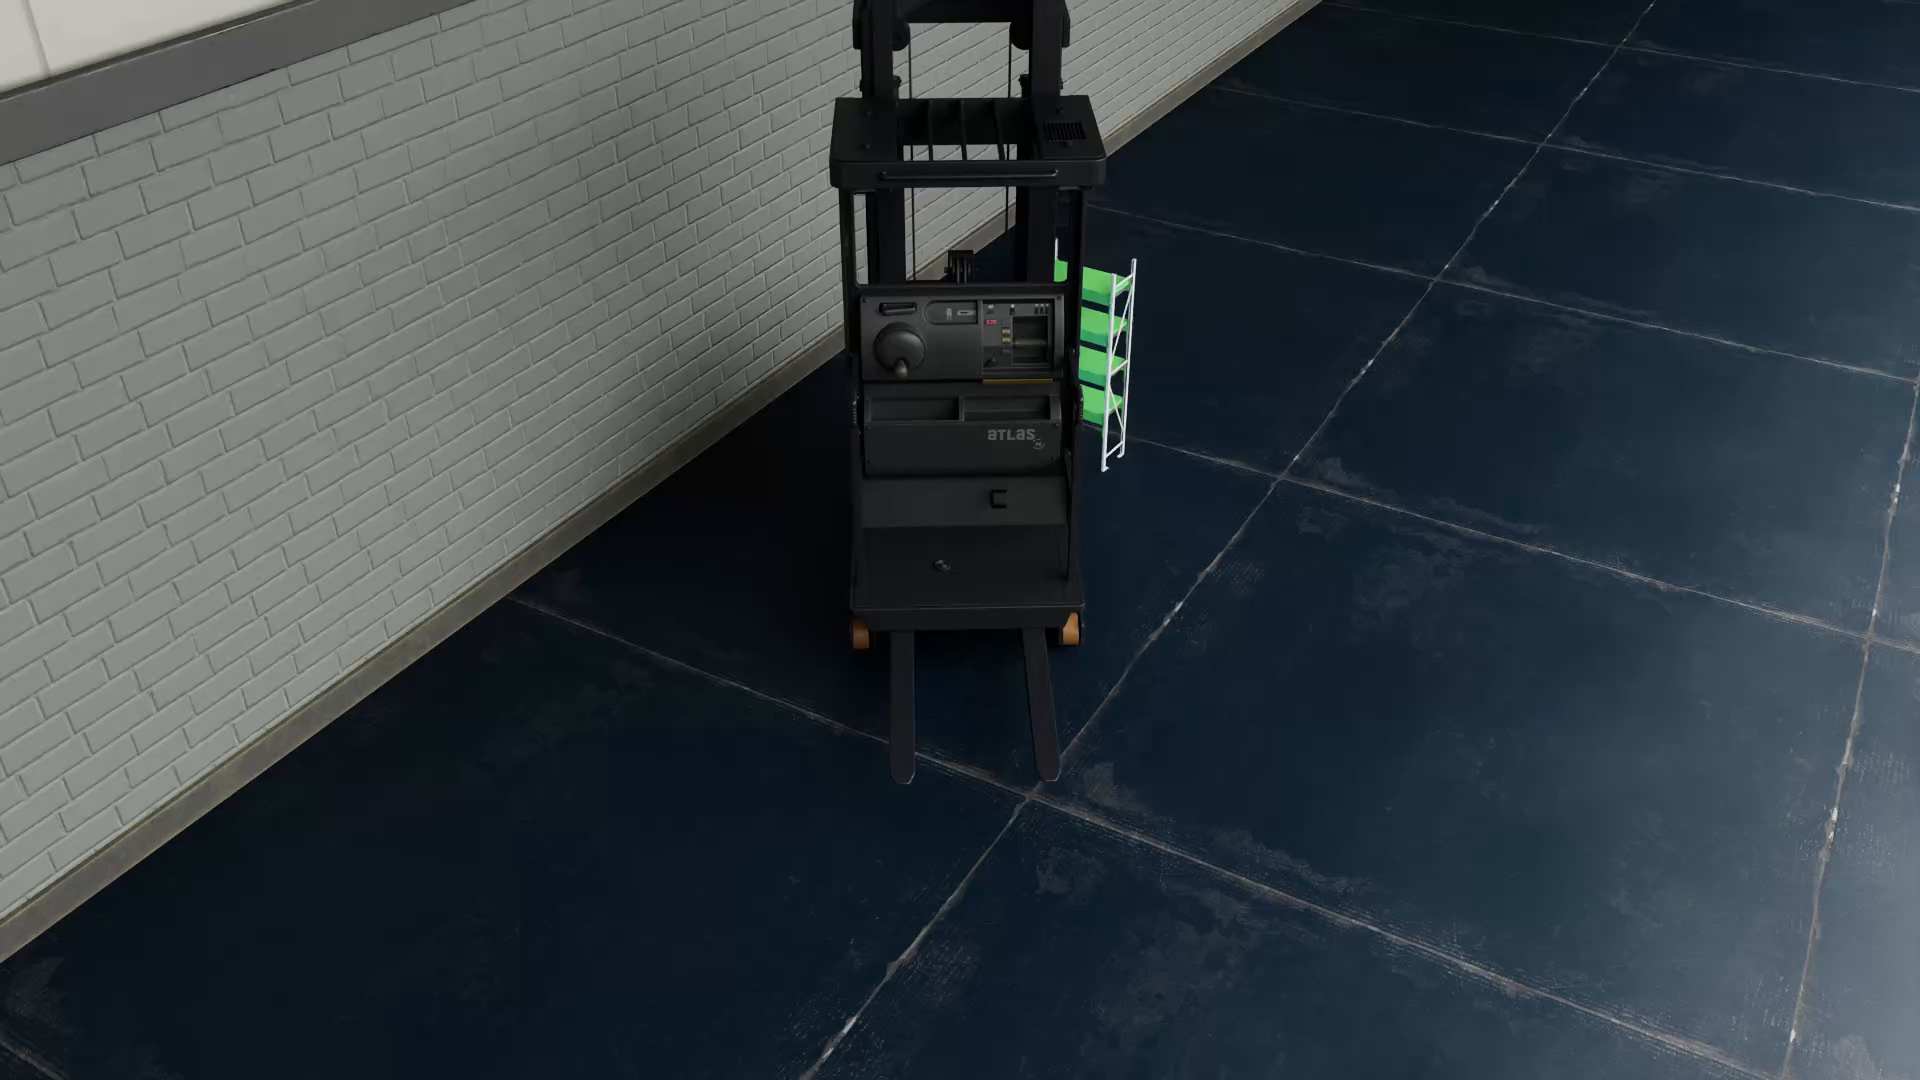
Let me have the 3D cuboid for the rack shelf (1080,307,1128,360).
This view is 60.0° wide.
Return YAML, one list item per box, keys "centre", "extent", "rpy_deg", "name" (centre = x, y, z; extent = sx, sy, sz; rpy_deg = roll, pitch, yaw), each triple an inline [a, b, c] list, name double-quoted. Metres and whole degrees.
- centre: [0.659, -1.158, 9.089]
  extent: [0.480, 0.148, 0.258]
  rpy_deg: [20, 39, 27]
  name: "rack shelf"

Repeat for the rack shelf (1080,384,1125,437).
- centre: [0.659, -0.758, 9.355]
  extent: [0.480, 0.148, 0.258]
  rpy_deg: [20, 39, 27]
  name: "rack shelf"

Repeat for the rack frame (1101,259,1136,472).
- centre: [0.863, -0.937, 9.074]
  extent: [0.015, 1.200, 0.240]
  rpy_deg: [20, 39, 27]
  name: "rack frame"

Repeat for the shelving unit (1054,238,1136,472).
- centre: [0.659, -1.011, 9.186]
  extent: [0.503, 1.200, 0.258]
  rpy_deg: [20, 39, 27]
  name: "shelving unit"

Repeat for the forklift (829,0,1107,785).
- centre: [0.019, -0.875, 7.420]
  extent: [1.130, 2.935, 3.031]
  rpy_deg: [-1, 34, -2]
  name: "forklift"

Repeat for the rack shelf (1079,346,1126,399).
- centre: [0.659, -0.958, 9.222]
  extent: [0.480, 0.148, 0.258]
  rpy_deg: [20, 39, 27]
  name: "rack shelf"

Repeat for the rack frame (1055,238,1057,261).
- centre: [0.455, -1.086, 9.298]
  extent: [0.015, 1.200, 0.240]
  rpy_deg: [20, 39, 27]
  name: "rack frame"

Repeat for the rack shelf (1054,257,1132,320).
- centre: [0.659, -1.358, 8.956]
  extent: [0.480, 0.148, 0.258]
  rpy_deg: [20, 39, 27]
  name: "rack shelf"
